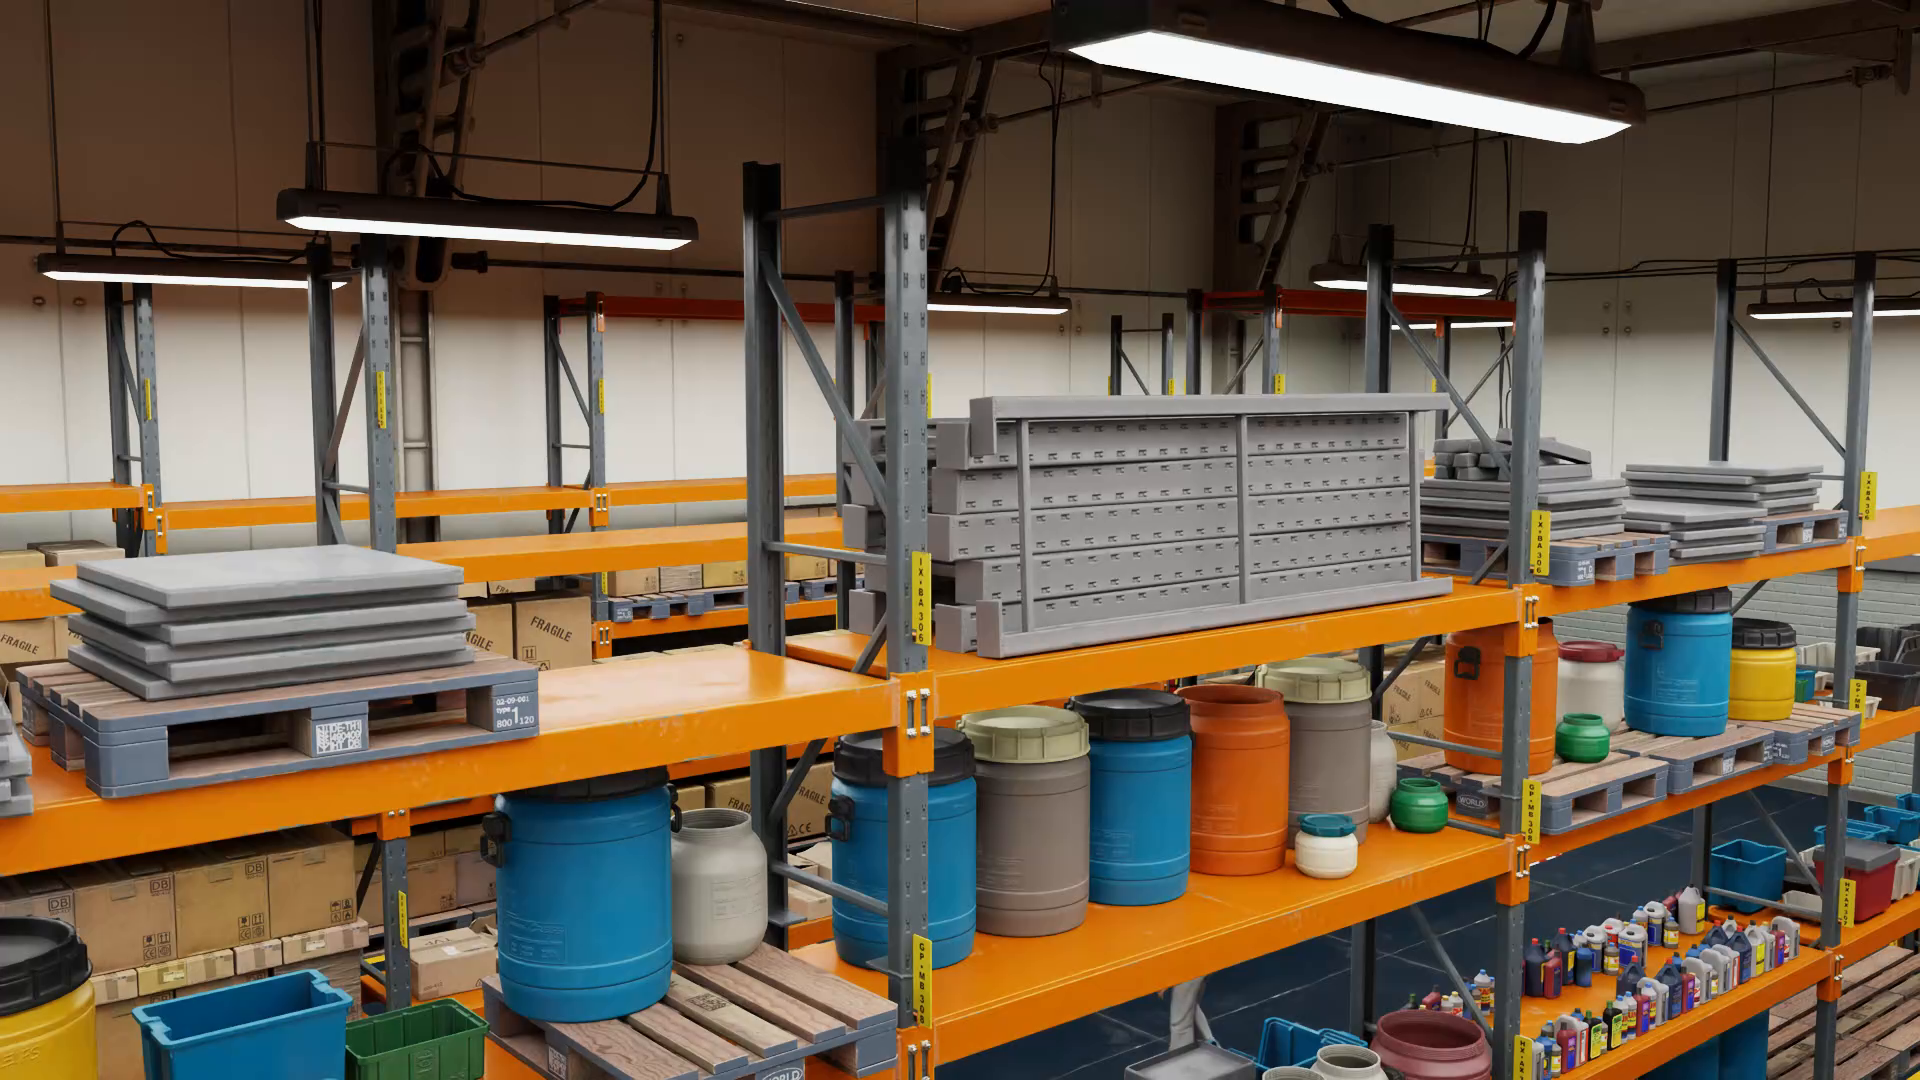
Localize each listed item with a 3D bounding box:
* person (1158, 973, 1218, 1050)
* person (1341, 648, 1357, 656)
[{"bbox_3d":[1.687,3.170,12.087,0.446,1.670,0.539,3,6,32],"label":"person"},{"bbox_3d":[5.086,2.179,22.086,0.562,1.787,0.540,3,6,30],"label":"person"}]
